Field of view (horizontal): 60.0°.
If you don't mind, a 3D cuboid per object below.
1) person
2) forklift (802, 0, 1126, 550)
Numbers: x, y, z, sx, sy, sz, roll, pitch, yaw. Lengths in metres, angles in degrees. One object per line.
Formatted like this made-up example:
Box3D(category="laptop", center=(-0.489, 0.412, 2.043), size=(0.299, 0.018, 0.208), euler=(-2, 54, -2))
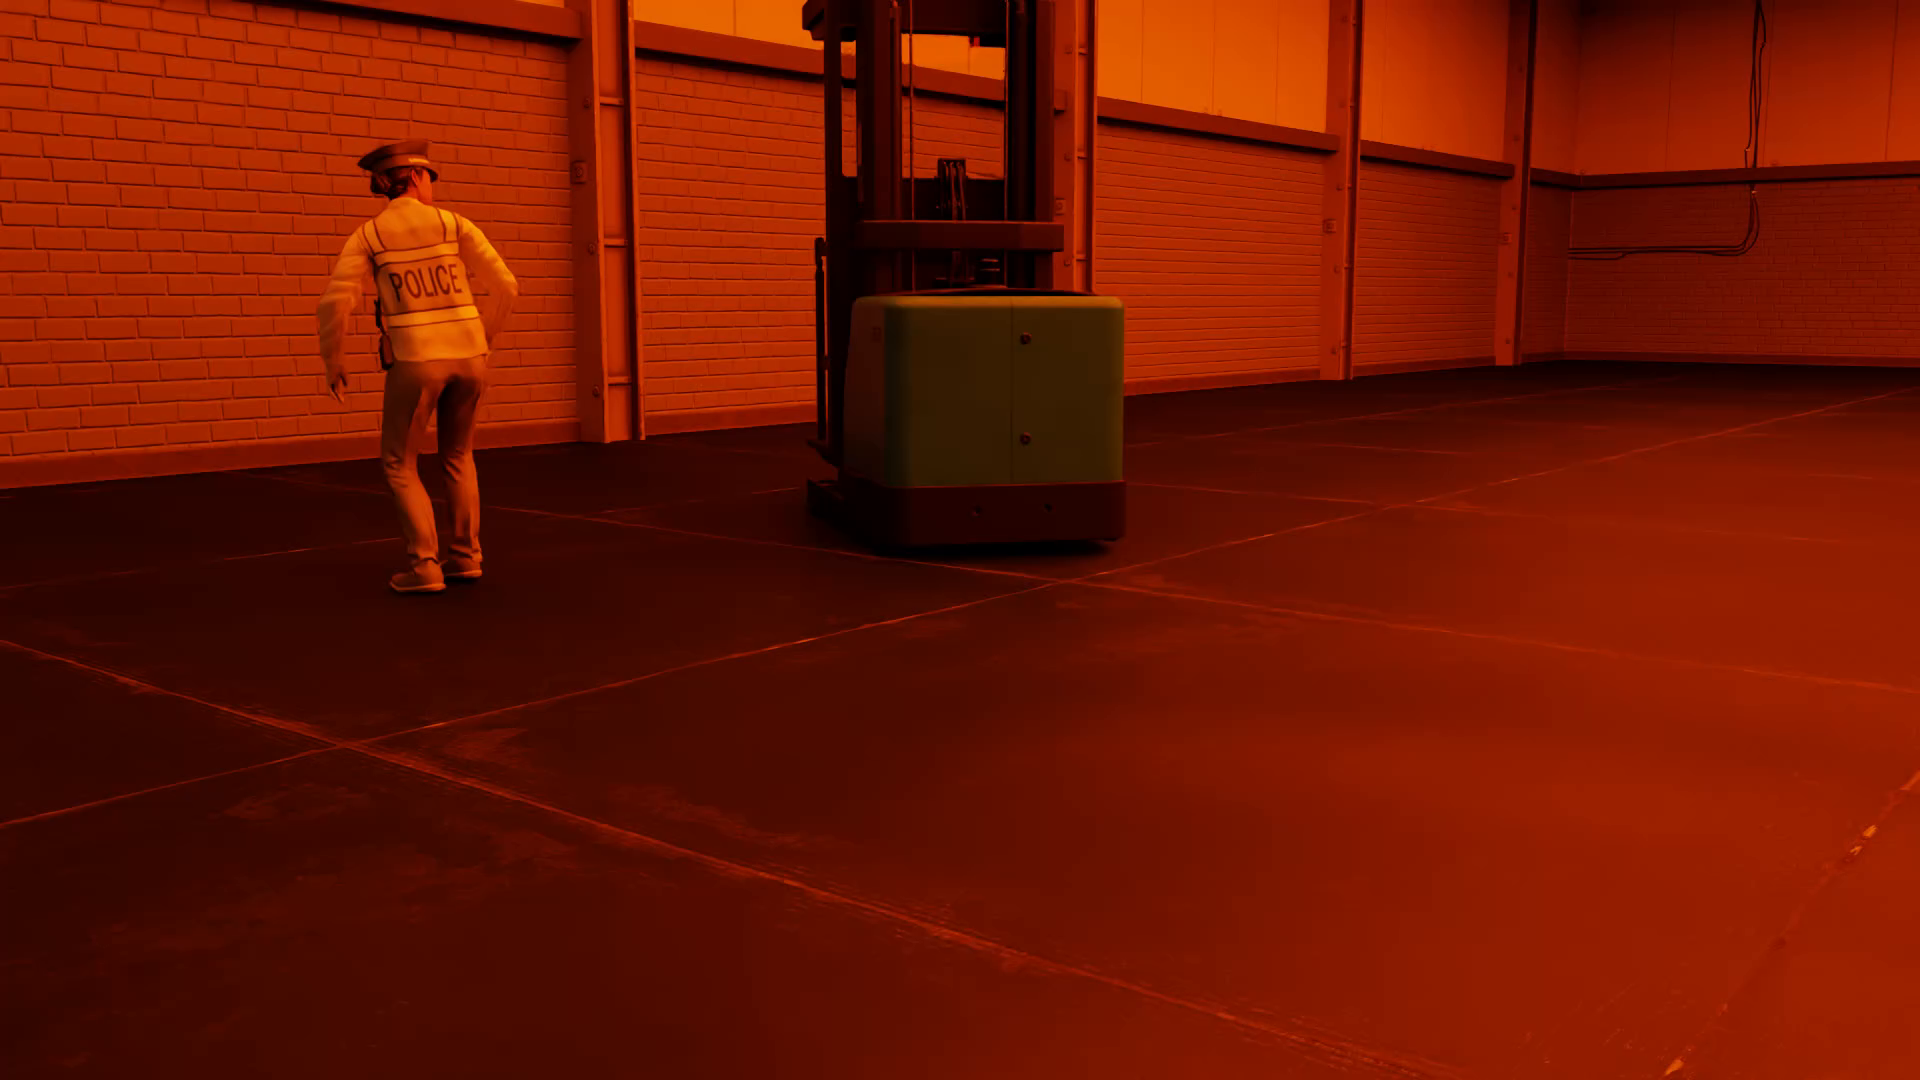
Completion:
Box3D(category="person", center=(-1.995, -0.630, 6.112), size=(0.697, 1.639, 0.476), euler=(-6, 10, -34))
Box3D(category="forklift", center=(-0.154, -1.582, 8.096), size=(1.130, 2.935, 3.031), euler=(-2, 9, -14))
